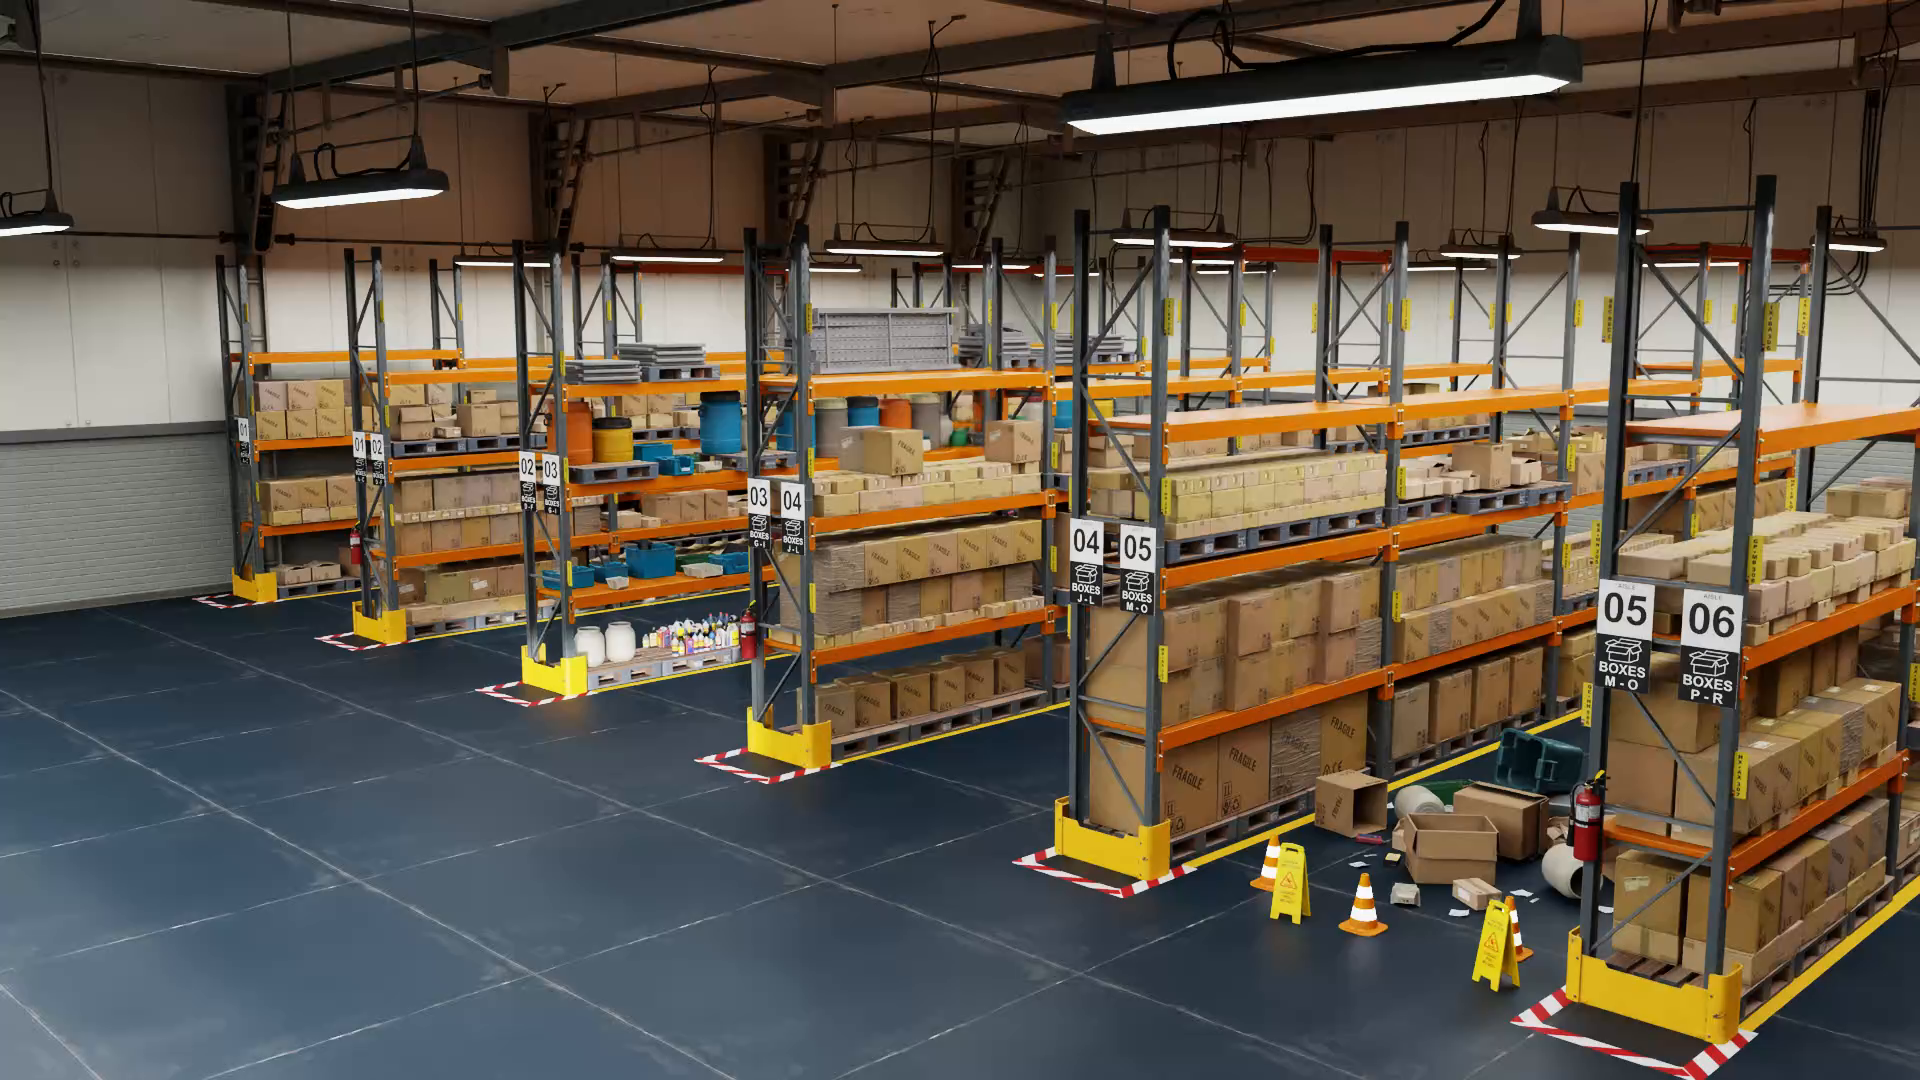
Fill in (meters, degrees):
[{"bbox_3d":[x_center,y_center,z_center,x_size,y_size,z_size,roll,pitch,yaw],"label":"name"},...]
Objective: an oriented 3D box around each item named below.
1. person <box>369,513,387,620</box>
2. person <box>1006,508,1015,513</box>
[{"bbox_3d":[-9.461,0.384,27.489,0.664,1.835,0.762,8,11,43],"label":"person"},{"bbox_3d":[1.058,-0.342,33.005,0.645,1.723,0.632,6,10,37],"label":"person"}]
